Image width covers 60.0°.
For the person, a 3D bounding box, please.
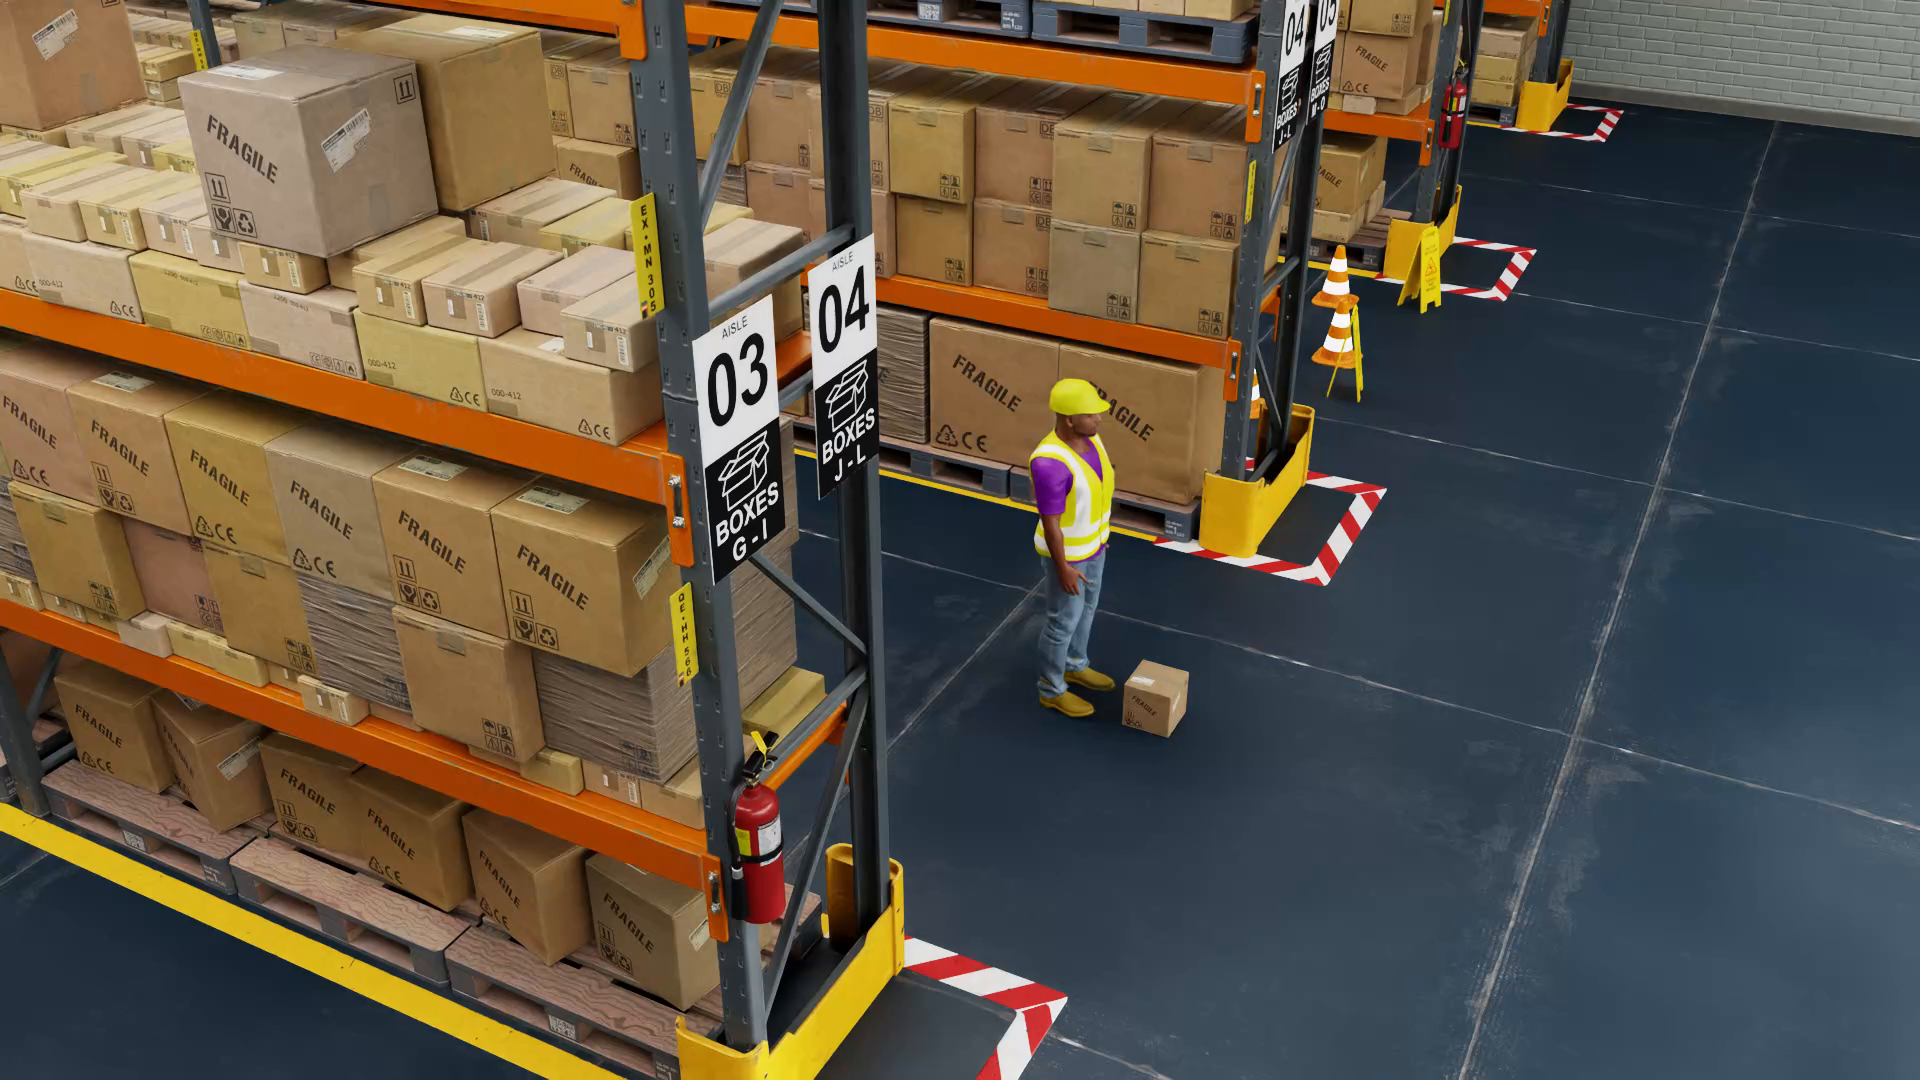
[{"bbox_3d":[0.575,0.031,8.217,0.392,1.773,0.568,15,33,24],"label":"person"}]
